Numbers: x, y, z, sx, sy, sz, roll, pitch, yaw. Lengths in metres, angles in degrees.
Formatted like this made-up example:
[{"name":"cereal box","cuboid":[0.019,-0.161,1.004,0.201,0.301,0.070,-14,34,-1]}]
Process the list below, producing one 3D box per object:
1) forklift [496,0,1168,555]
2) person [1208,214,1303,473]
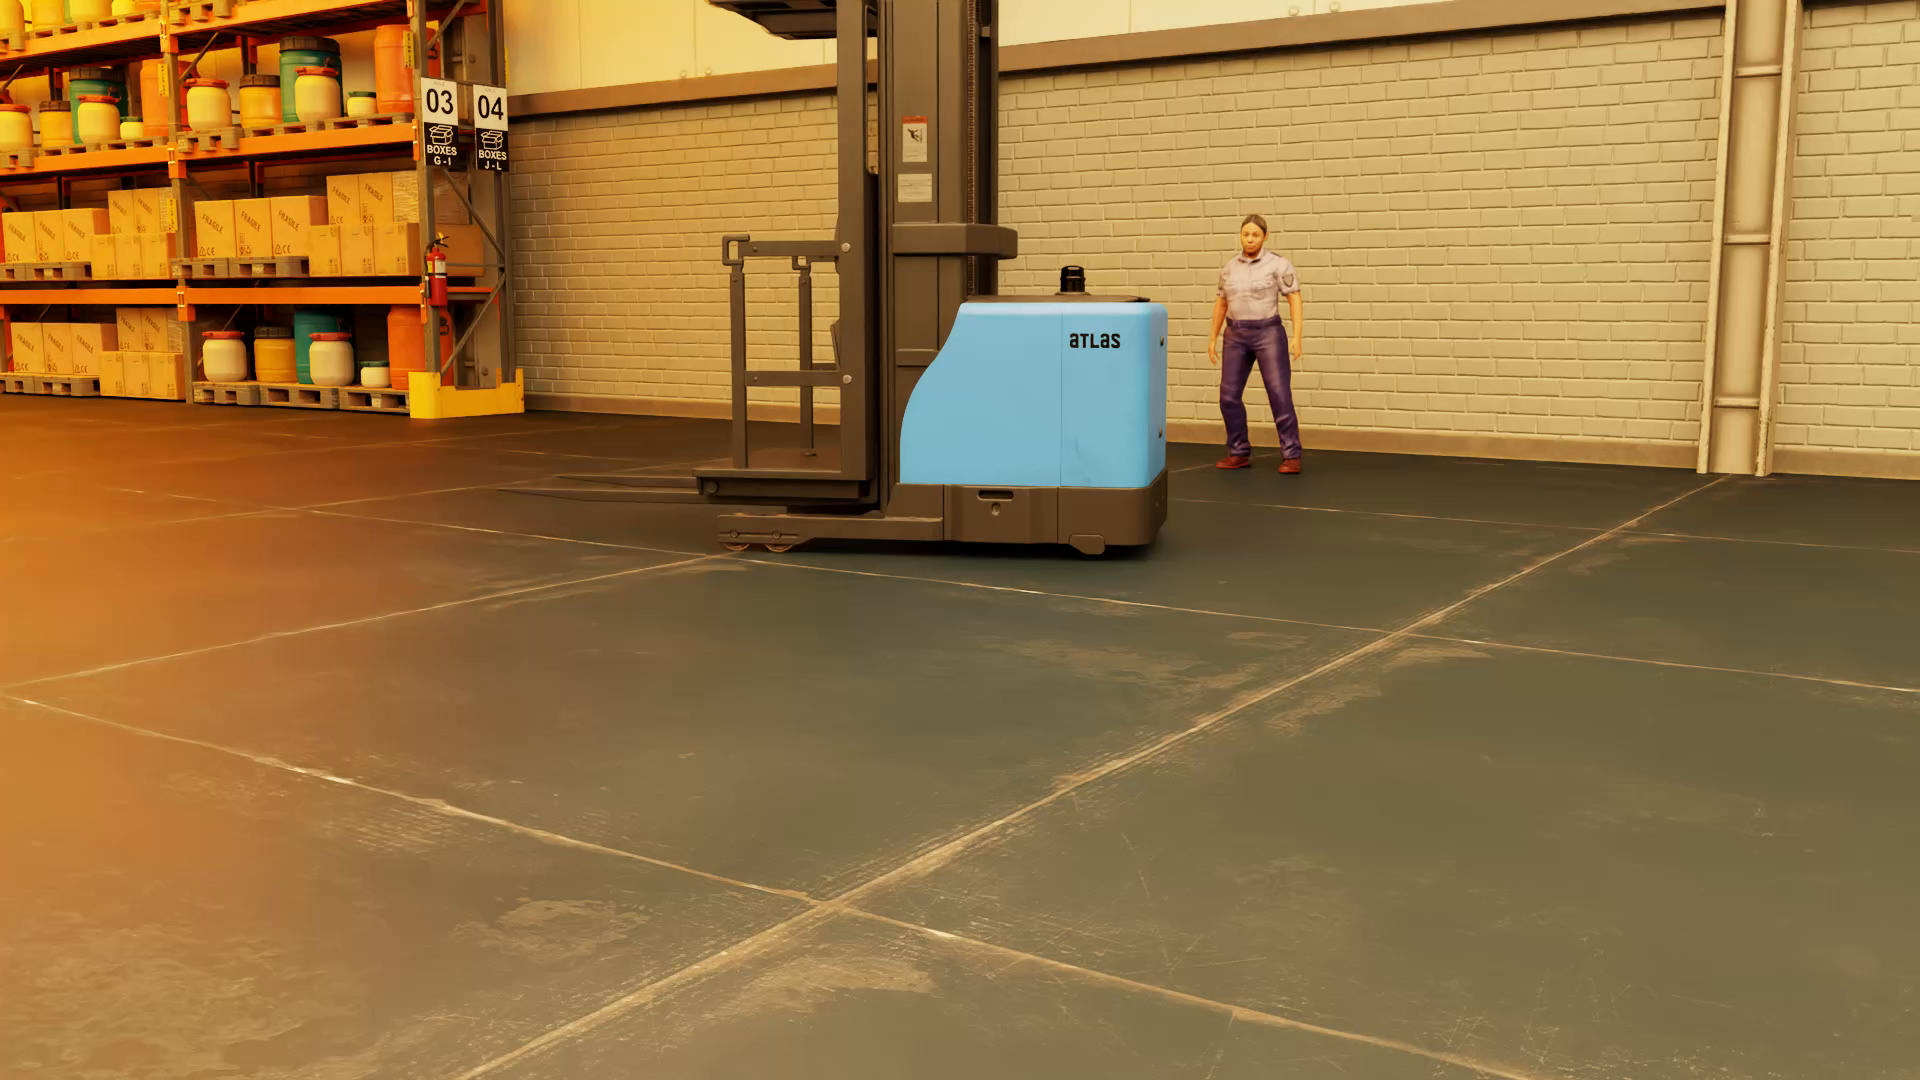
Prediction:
[{"name":"forklift","cuboid":[-0.596,-1.469,7.520,3.031,2.935,1.130,2,8,12]},{"name":"person","cuboid":[1.912,-1.266,10.715,0.685,1.637,0.403,5,10,32]}]
